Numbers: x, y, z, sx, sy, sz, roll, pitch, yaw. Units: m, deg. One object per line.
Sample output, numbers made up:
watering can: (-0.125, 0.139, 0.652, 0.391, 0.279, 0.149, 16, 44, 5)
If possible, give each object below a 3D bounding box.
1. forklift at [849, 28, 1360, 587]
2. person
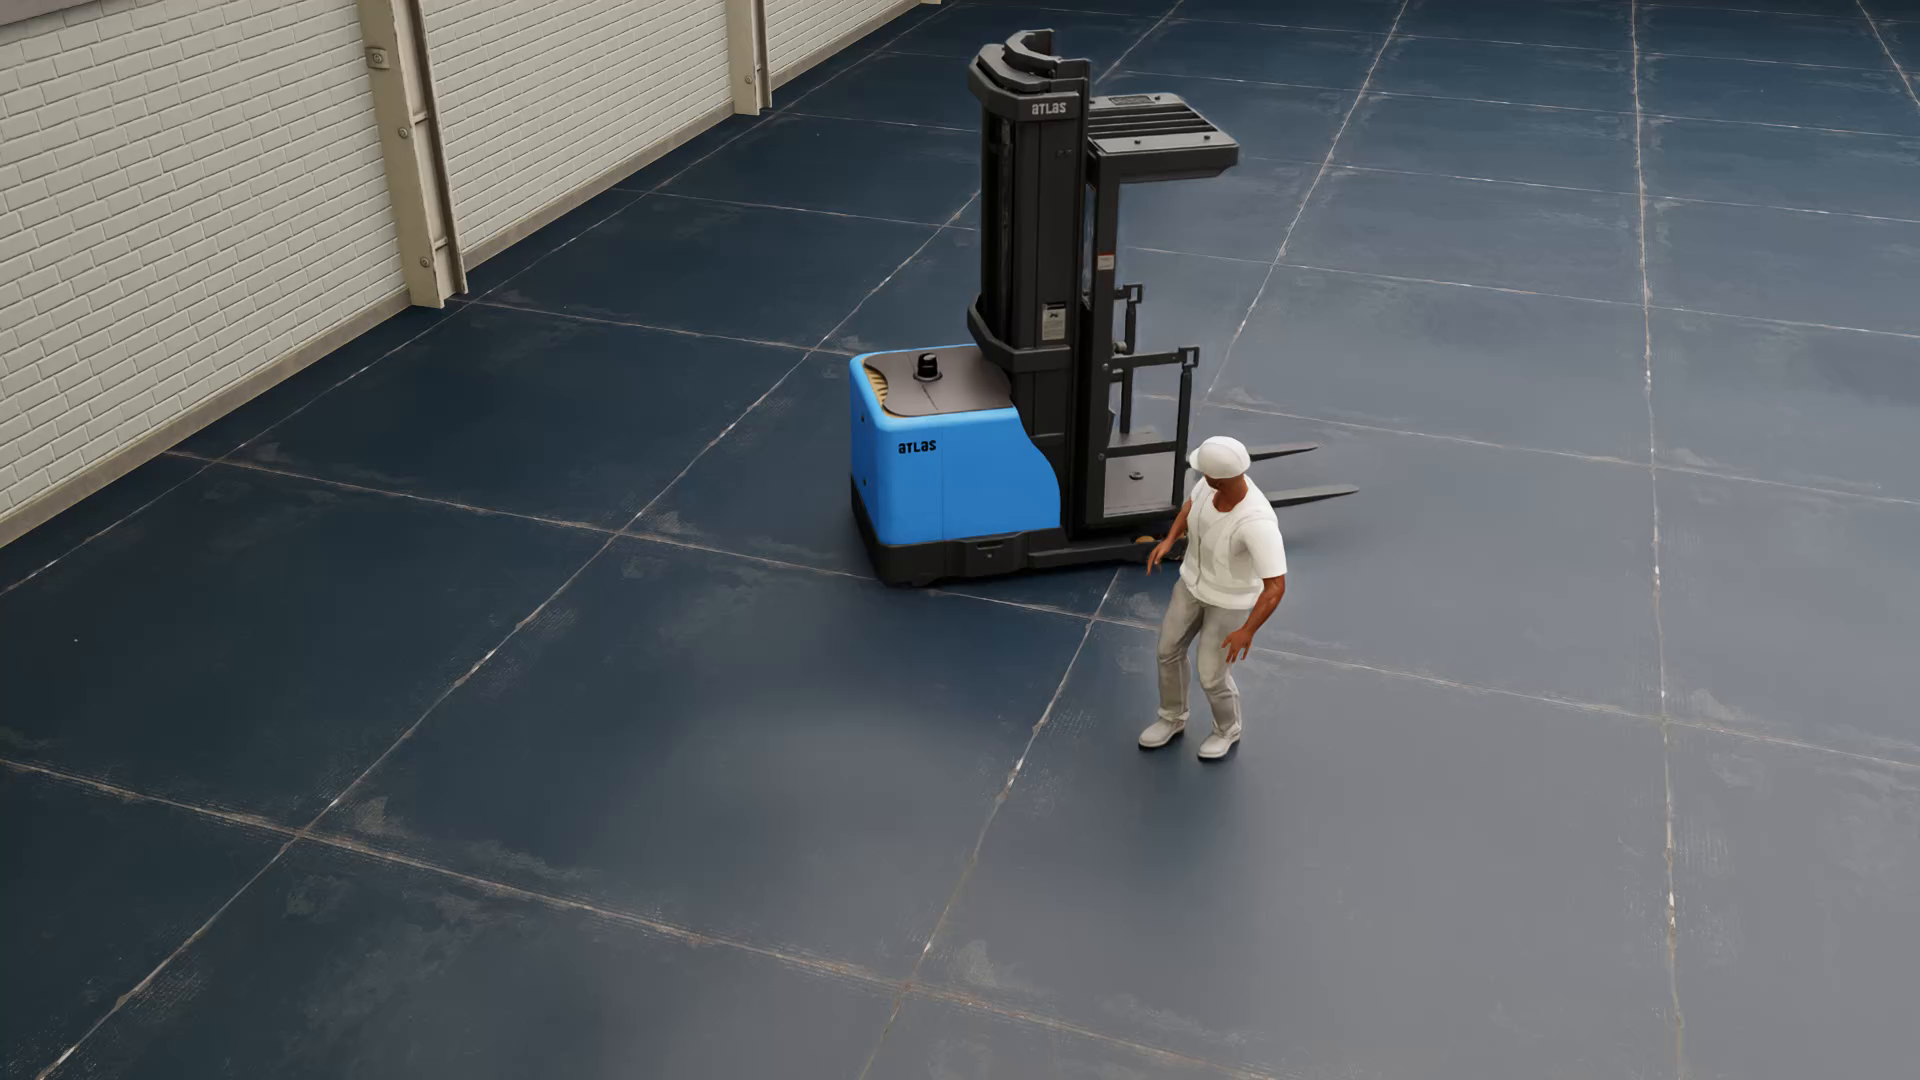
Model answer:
forklift: (0.901, -1.377, 9.552, 3.031, 2.935, 1.130, -7, 30, -11)
person: (1.187, 0.281, 7.867, 0.510, 1.727, 0.778, -18, 34, -29)
